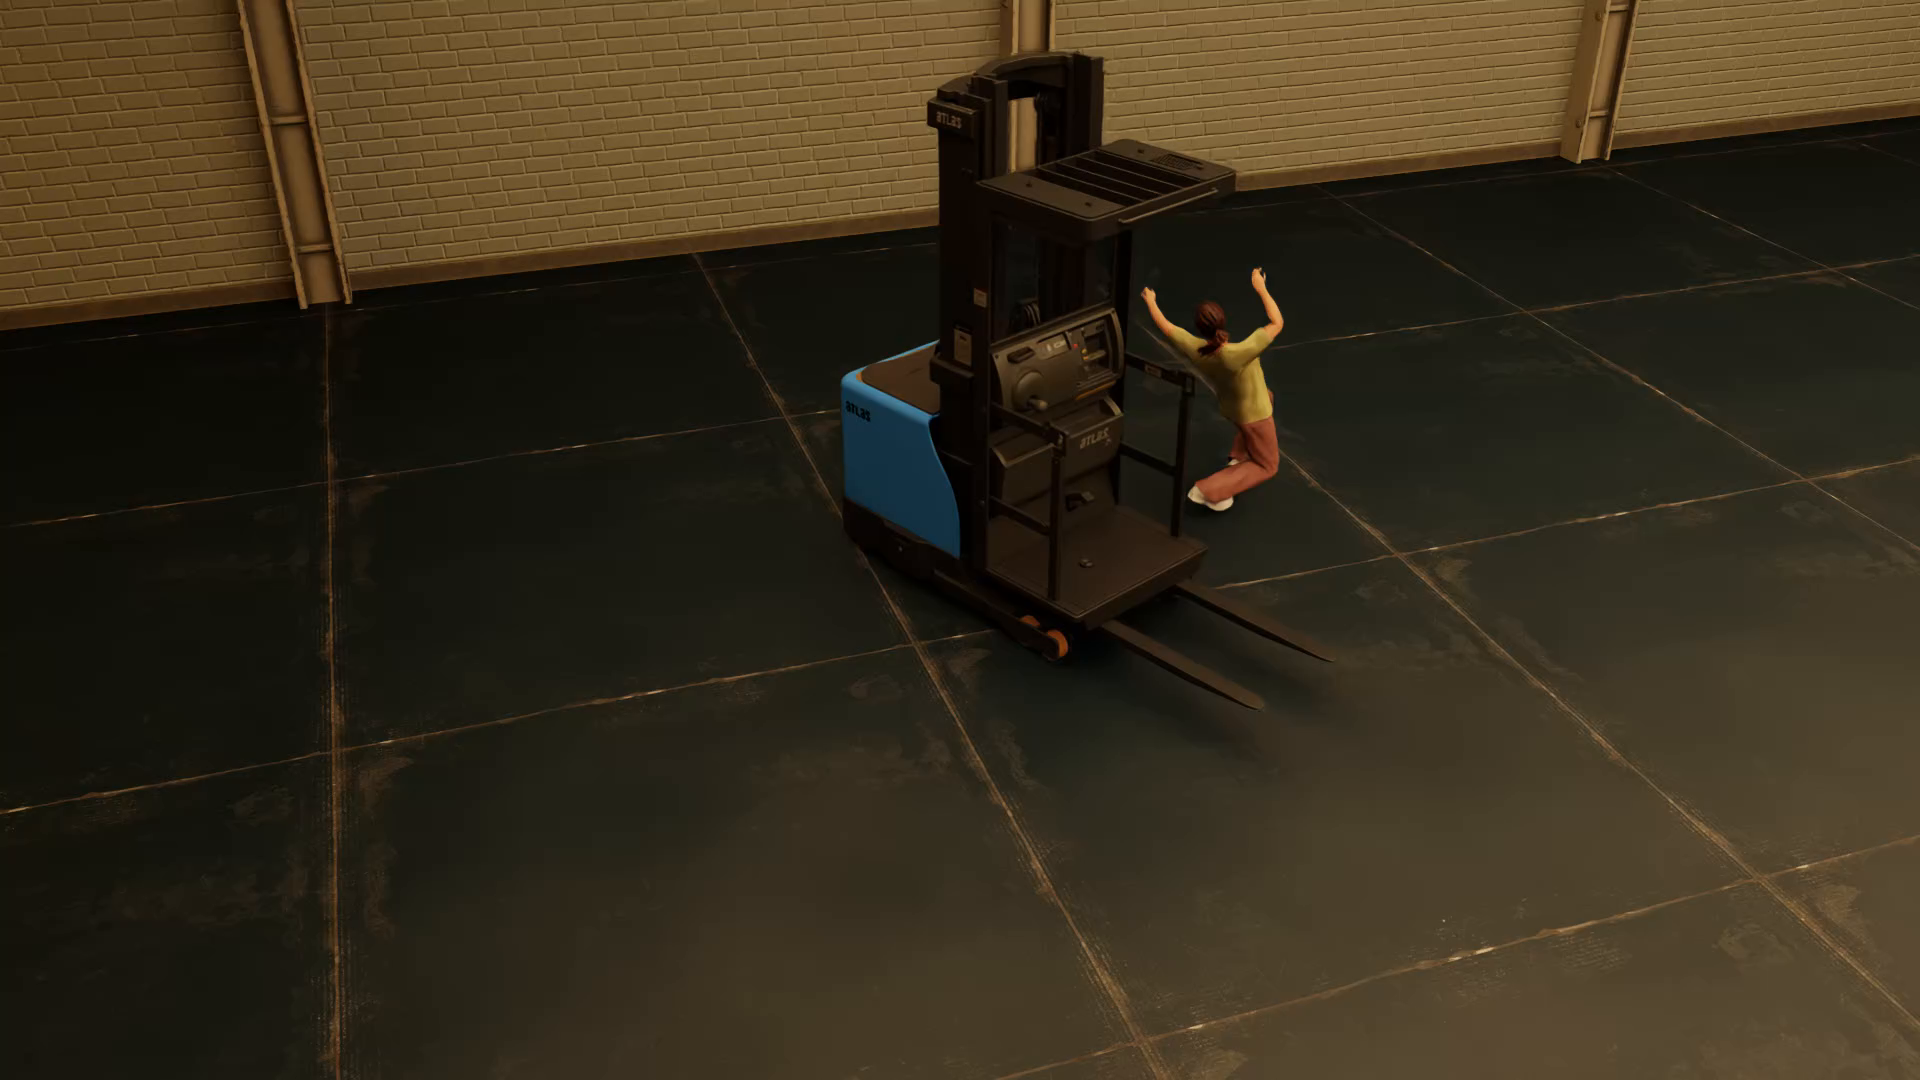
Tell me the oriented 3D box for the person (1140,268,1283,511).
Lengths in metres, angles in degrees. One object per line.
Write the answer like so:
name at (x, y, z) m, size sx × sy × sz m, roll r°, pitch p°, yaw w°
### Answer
person at (1.608, -0.994, 10.254) m, size 0.801 × 1.530 × 0.992 m, roll -18°, pitch 34°, yaw -28°

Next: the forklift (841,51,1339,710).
forklift at (0.672, -0.912, 8.672) m, size 1.130 × 2.935 × 3.031 m, roll -25°, pitch 38°, yaw -36°
